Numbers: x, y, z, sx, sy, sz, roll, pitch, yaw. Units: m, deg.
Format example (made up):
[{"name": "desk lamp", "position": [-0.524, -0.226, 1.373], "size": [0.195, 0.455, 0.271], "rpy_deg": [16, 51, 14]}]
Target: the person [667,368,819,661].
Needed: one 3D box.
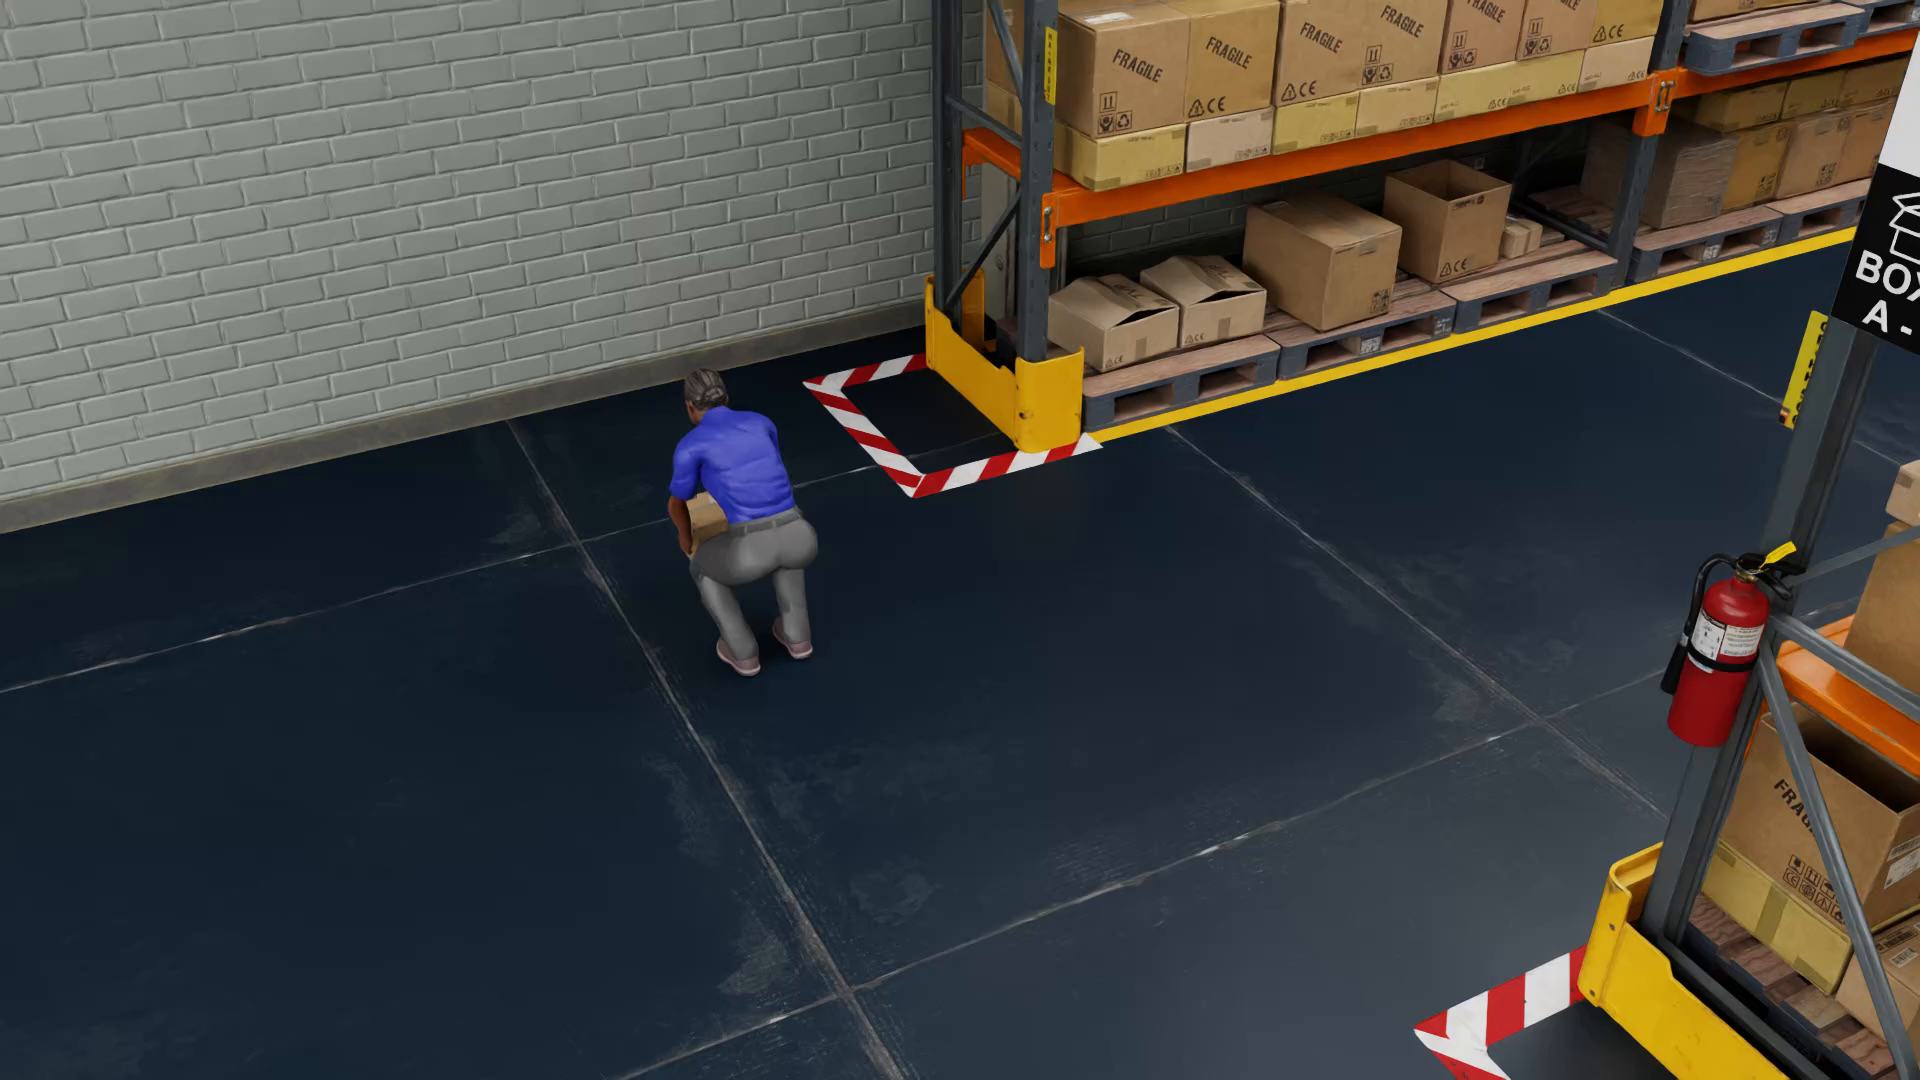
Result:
[{"name": "person", "position": [-0.877, -0.071, 6.654], "size": [0.501, 1.112, 0.726], "rpy_deg": [-16, 37, -23]}]
